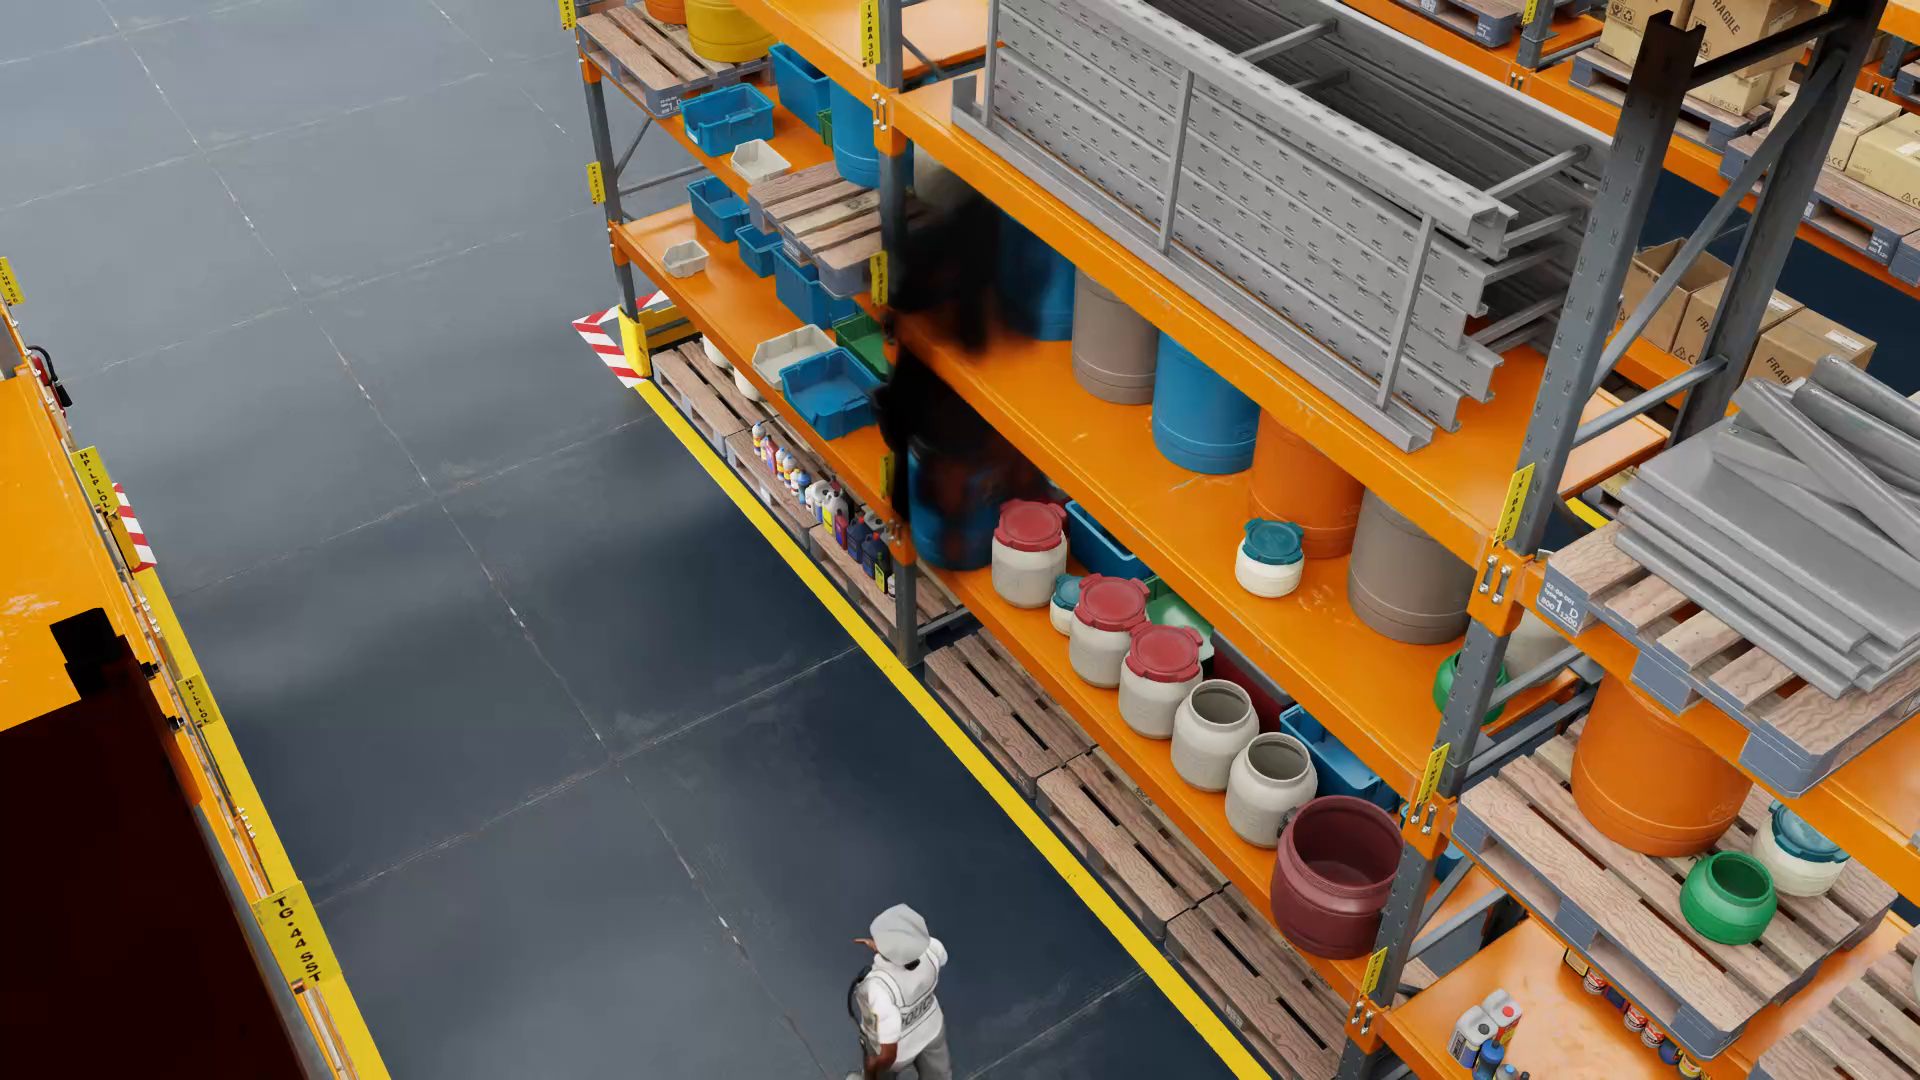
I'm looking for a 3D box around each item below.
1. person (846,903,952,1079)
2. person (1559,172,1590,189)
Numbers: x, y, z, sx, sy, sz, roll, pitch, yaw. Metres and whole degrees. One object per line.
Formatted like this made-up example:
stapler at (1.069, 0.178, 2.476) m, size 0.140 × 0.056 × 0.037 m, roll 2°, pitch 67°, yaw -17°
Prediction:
person at (-0.250, 2.265, 7.607) m, size 0.594 × 1.740 × 0.812 m, roll -31°, pitch 51°, yaw -29°
person at (4.997, -3.010, 13.743) m, size 0.590 × 1.730 × 0.651 m, roll 33°, pitch 52°, yaw 30°
